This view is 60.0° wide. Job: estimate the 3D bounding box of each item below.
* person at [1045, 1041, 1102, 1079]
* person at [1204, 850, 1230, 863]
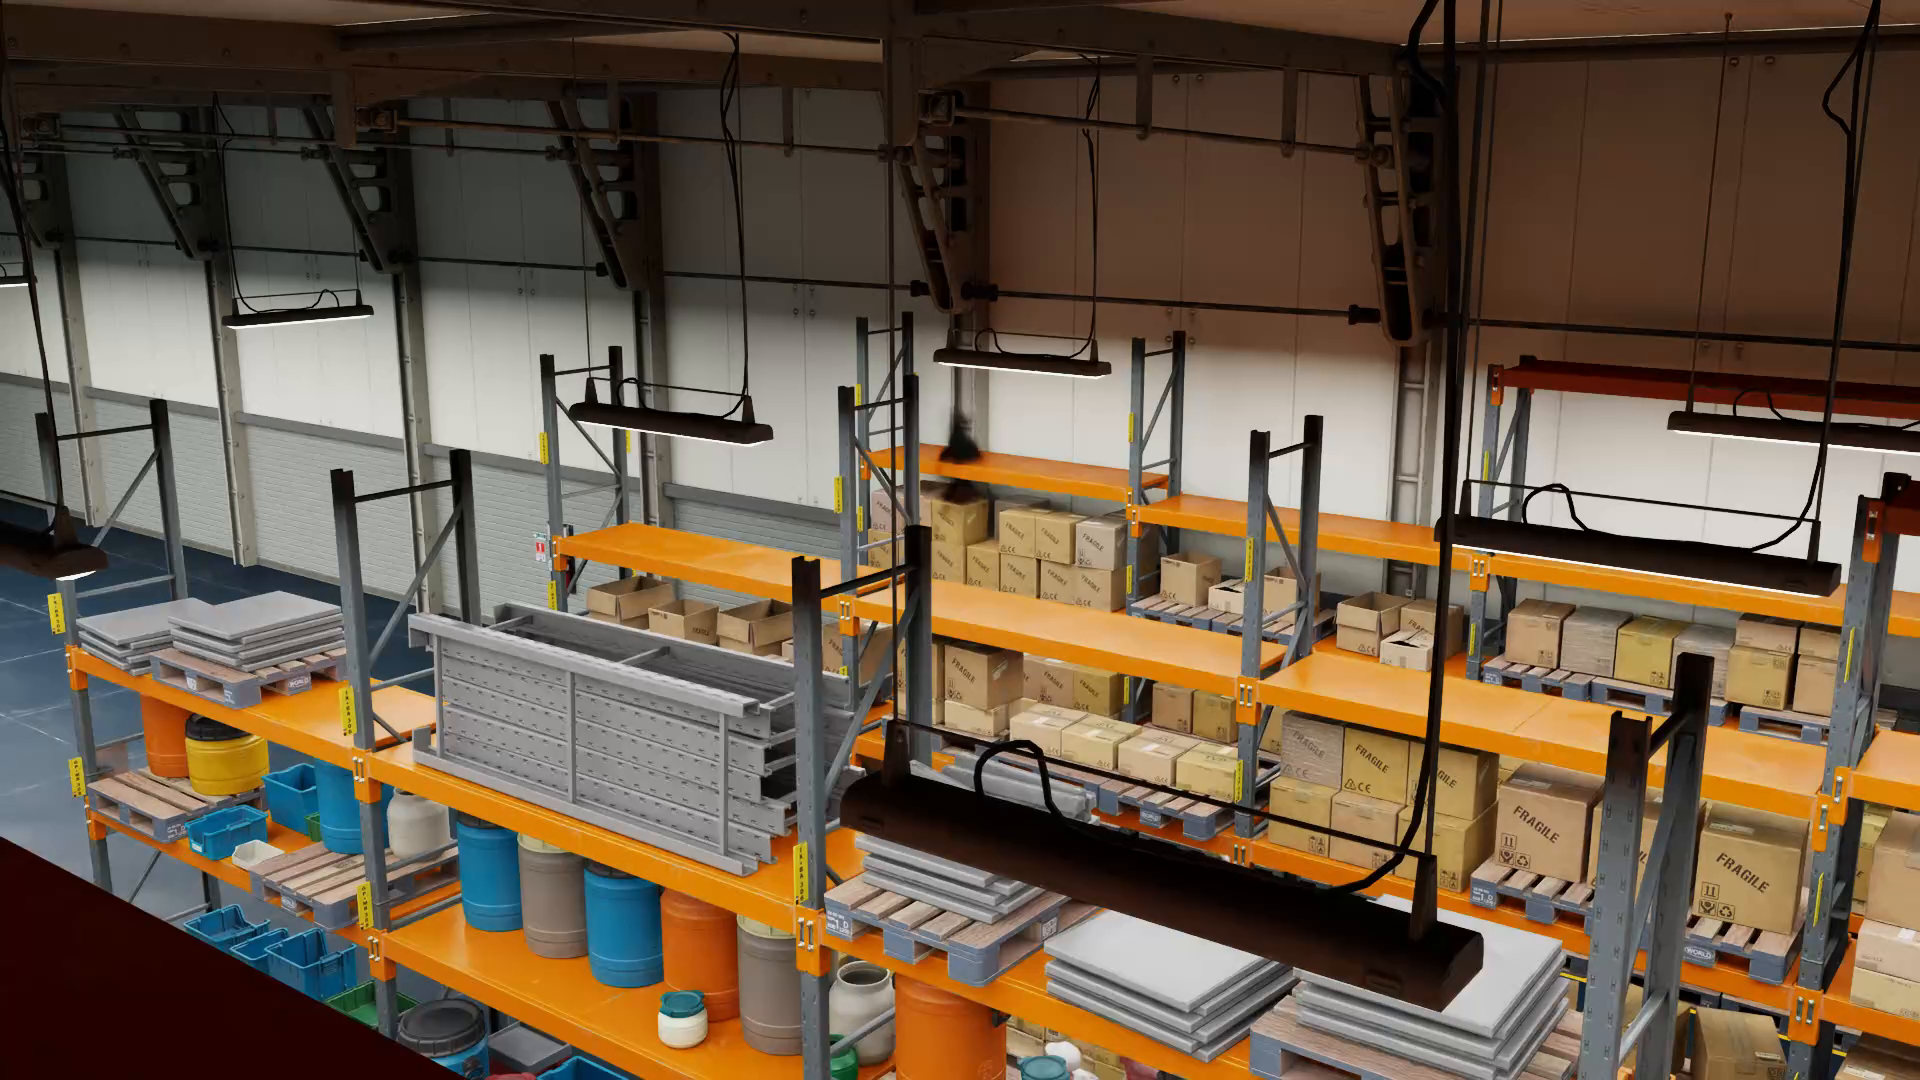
[{"bbox_3d":[0.710,4.448,12.126,0.699,1.782,0.634,5,14,22],"label":"person"},{"bbox_3d":[2.670,3.500,16.727,0.770,1.588,0.548,7,15,28],"label":"person"}]
